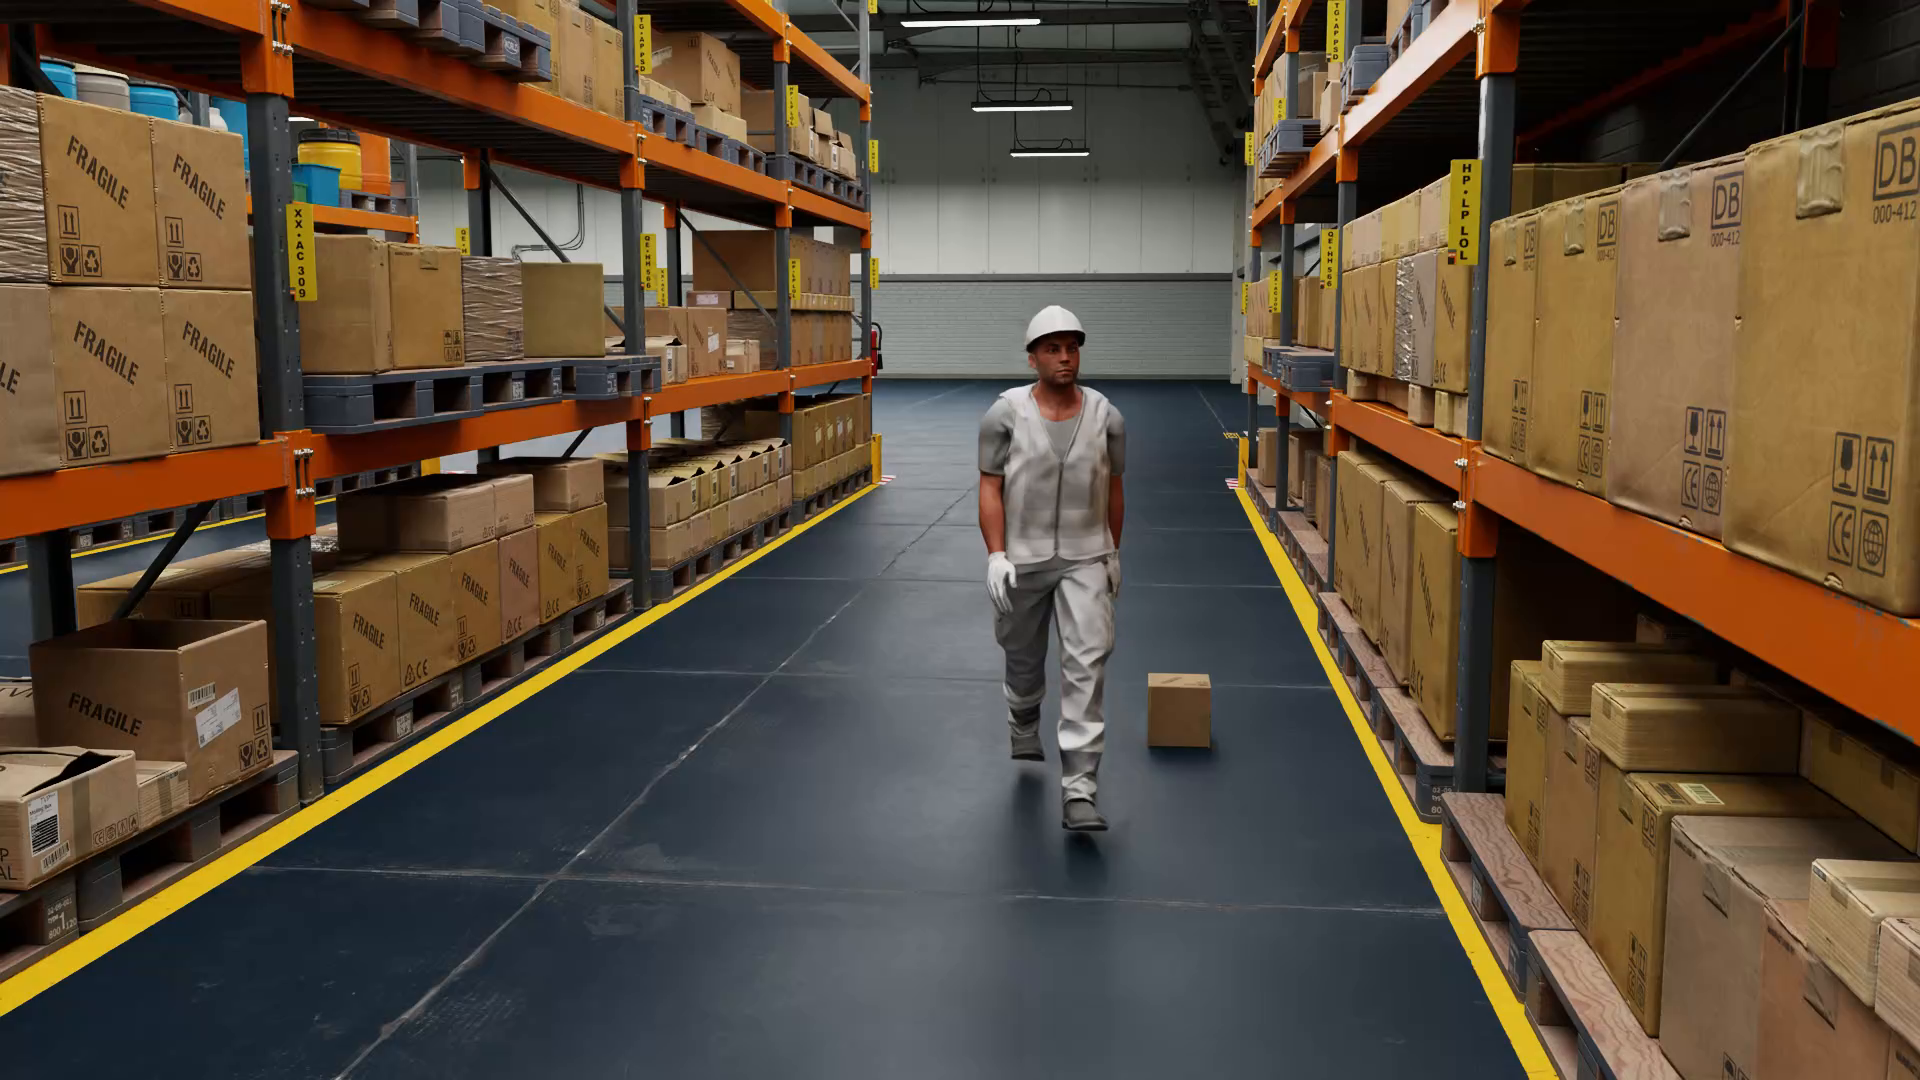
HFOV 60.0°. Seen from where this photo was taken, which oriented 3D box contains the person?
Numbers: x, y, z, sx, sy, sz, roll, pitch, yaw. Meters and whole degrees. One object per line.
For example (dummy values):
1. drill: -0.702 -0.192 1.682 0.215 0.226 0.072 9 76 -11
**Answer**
1. person: 0.320 0.070 5.747 0.520 1.744 1.090 0 7 -1
